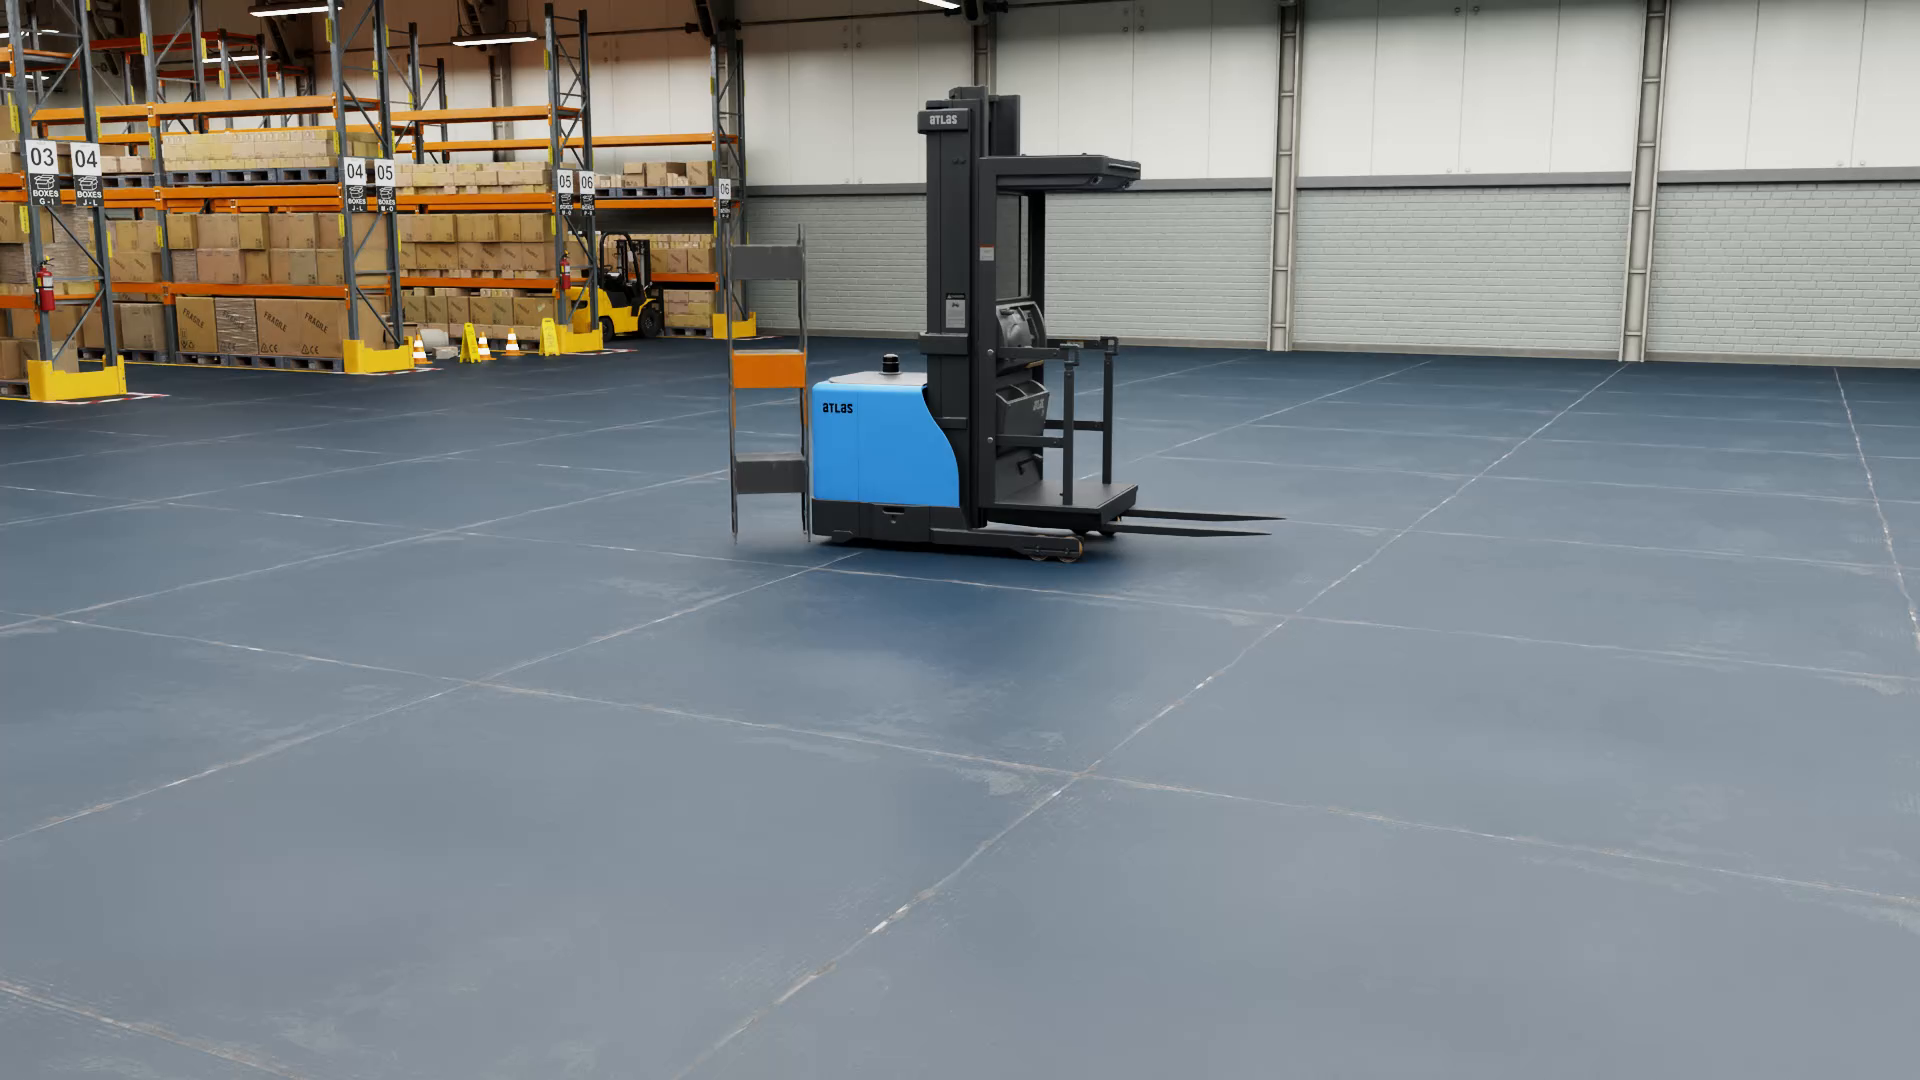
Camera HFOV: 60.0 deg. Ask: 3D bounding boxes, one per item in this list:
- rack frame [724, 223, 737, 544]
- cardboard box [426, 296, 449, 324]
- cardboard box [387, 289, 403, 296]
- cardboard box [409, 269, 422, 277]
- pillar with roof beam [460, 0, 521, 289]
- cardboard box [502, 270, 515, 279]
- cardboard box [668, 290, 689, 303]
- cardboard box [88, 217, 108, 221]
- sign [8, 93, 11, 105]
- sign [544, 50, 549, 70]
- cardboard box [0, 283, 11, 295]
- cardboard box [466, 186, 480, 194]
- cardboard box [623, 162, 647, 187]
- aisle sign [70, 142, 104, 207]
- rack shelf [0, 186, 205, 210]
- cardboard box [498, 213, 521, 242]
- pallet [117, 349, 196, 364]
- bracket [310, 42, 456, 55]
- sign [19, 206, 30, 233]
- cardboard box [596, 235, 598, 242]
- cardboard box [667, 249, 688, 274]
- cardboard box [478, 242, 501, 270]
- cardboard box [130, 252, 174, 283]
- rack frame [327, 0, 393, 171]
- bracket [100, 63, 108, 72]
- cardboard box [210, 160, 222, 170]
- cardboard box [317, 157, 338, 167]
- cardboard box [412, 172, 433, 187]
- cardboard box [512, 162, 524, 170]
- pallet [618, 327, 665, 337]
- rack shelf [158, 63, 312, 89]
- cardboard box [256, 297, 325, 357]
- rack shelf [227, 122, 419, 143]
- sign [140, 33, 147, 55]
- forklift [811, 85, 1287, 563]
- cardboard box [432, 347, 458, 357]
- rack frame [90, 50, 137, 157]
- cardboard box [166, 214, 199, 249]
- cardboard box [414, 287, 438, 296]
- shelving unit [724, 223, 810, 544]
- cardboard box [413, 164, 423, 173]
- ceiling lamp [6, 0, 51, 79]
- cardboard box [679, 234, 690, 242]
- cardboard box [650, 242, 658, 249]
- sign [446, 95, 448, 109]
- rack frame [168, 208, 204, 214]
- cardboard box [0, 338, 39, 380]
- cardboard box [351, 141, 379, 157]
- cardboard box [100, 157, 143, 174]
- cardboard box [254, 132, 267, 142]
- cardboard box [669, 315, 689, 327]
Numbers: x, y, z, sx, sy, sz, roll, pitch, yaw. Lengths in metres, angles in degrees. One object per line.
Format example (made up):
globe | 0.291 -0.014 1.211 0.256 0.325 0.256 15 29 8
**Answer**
rack frame | -1.526 -1.039 11.073 0.015 2.100 0.400 -2 10 -10
cardboard box | -9.579 -4.305 31.028 0.500 0.500 0.500 6 12 28
cardboard box | -12.898 -5.659 38.093 0.250 0.149 0.380 5 11 24
cardboard box | -10.084 -5.001 31.144 0.250 0.149 0.380 5 12 27
pillar with roof beam | -12.205 -8.626 33.624 0.548 9.000 9.100 5 11 26
cardboard box | -8.058 -4.810 30.089 0.250 0.149 0.380 5 12 27
cardboard box | -5.706 -5.061 34.507 0.500 0.250 0.500 5 12 27
cardboard box | -18.065 -6.676 34.786 0.250 0.149 0.380 5 11 25
sign | -20.983 -9.694 36.679 0.005 0.325 0.100 5 11 26
sign | -7.151 -8.299 28.752 0.005 0.325 0.100 5 11 26
cardboard box | -12.090 -3.211 21.256 0.250 0.149 0.380 5 11 26
cardboard box | -8.728 -6.347 30.157 0.250 0.149 0.380 5 11 25
cardboard box | -6.581 -7.617 34.724 0.637 0.503 0.797 5 12 28
aisle sign | -11.084 -4.636 21.125 0.004 0.787 0.394 5 11 26
rack shelf | -14.367 -5.693 27.861 4.000 0.370 1.077 5 11 26
cardboard box | -7.892 -5.631 29.996 0.500 0.500 0.700 5 11 26
pallet | -13.299 -3.090 27.711 1.213 0.211 1.003 5 11 26
bracket | -13.140 -11.264 38.091 4.783 0.066 0.076 5 11 26
sign | -11.535 -3.952 20.507 0.005 0.325 0.100 5 11 26
cardboard box | -7.620 -6.422 35.356 0.250 0.149 0.380 5 11 25
cardboard box | -5.713 -5.778 34.454 0.500 0.500 0.500 5 12 28
cardboard box | -8.390 -5.171 30.265 0.500 0.500 0.500 5 11 26
cardboard box | -13.160 -4.461 27.176 0.500 0.500 0.500 5 11 25
rack frame | -8.987 -7.050 24.918 0.127 3.000 1.000 5 11 26
bracket | -21.591 -12.006 42.194 0.430 0.232 0.235 5 11 26
cardboard box | -11.484 -5.859 26.003 0.250 0.149 0.380 5 11 25
cardboard box | -9.435 -5.679 25.007 0.250 0.149 0.380 5 11 26
cardboard box | -9.734 -6.643 30.676 0.500 0.250 0.500 5 11 25
cardboard box | -7.772 -6.665 29.676 0.250 0.149 0.380 5 11 25
pallet | -6.488 -4.468 35.323 1.213 0.211 1.003 5 11 26
rack shelf | -17.249 -11.026 39.575 4.000 0.370 1.077 5 11 26
cardboard box | -10.414 -3.371 26.222 0.875 0.875 0.875 5 11 25
rack shelf | -12.268 -7.771 32.042 4.000 0.370 1.077 5 11 26
sign | -12.803 -7.777 26.085 0.005 0.325 0.100 5 11 26
forklift | 0.587 -1.406 10.767 3.031 2.935 1.130 4 11 19
cardboard box | -8.956 -3.275 28.906 0.380 0.149 0.250 -7 12 -33
rack frame | -17.648 -8.794 34.555 0.127 3.000 1.000 5 11 26
cardboard box | -12.258 -4.984 26.893 0.550 0.550 0.875 5 11 26
cardboard box | -9.979 -4.645 31.086 0.250 0.149 0.380 5 11 27
shelving unit | -1.286 -1.047 11.117 0.503 2.100 0.431 -2 10 -10
cardboard box | -9.857 -6.842 30.654 0.250 0.149 0.380 5 11 24
ceiling lamp | -22.476 -12.614 39.271 0.800 3.185 2.000 5 11 26
cardboard box | -5.590 -6.230 34.293 0.250 0.149 0.380 5 12 27
cardboard box | -6.290 -6.138 34.620 0.250 0.149 0.380 5 11 26
sign | -11.626 -9.899 37.589 0.005 0.325 0.100 5 11 26
rack frame | -19.043 -6.951 41.212 0.127 3.000 1.000 5 11 26
cardboard box | -12.376 -2.384 21.821 0.500 0.500 0.500 9 14 41
cardboard box | -9.306 -5.982 25.562 0.500 0.250 0.500 5 11 26
cardboard box | -13.778 -6.134 27.237 0.500 0.250 0.500 5 11 25
cardboard box | -10.579 -6.171 25.491 0.250 0.149 0.380 5 11 25
cardboard box | -5.697 -4.571 34.604 0.500 0.250 0.500 5 11 26
